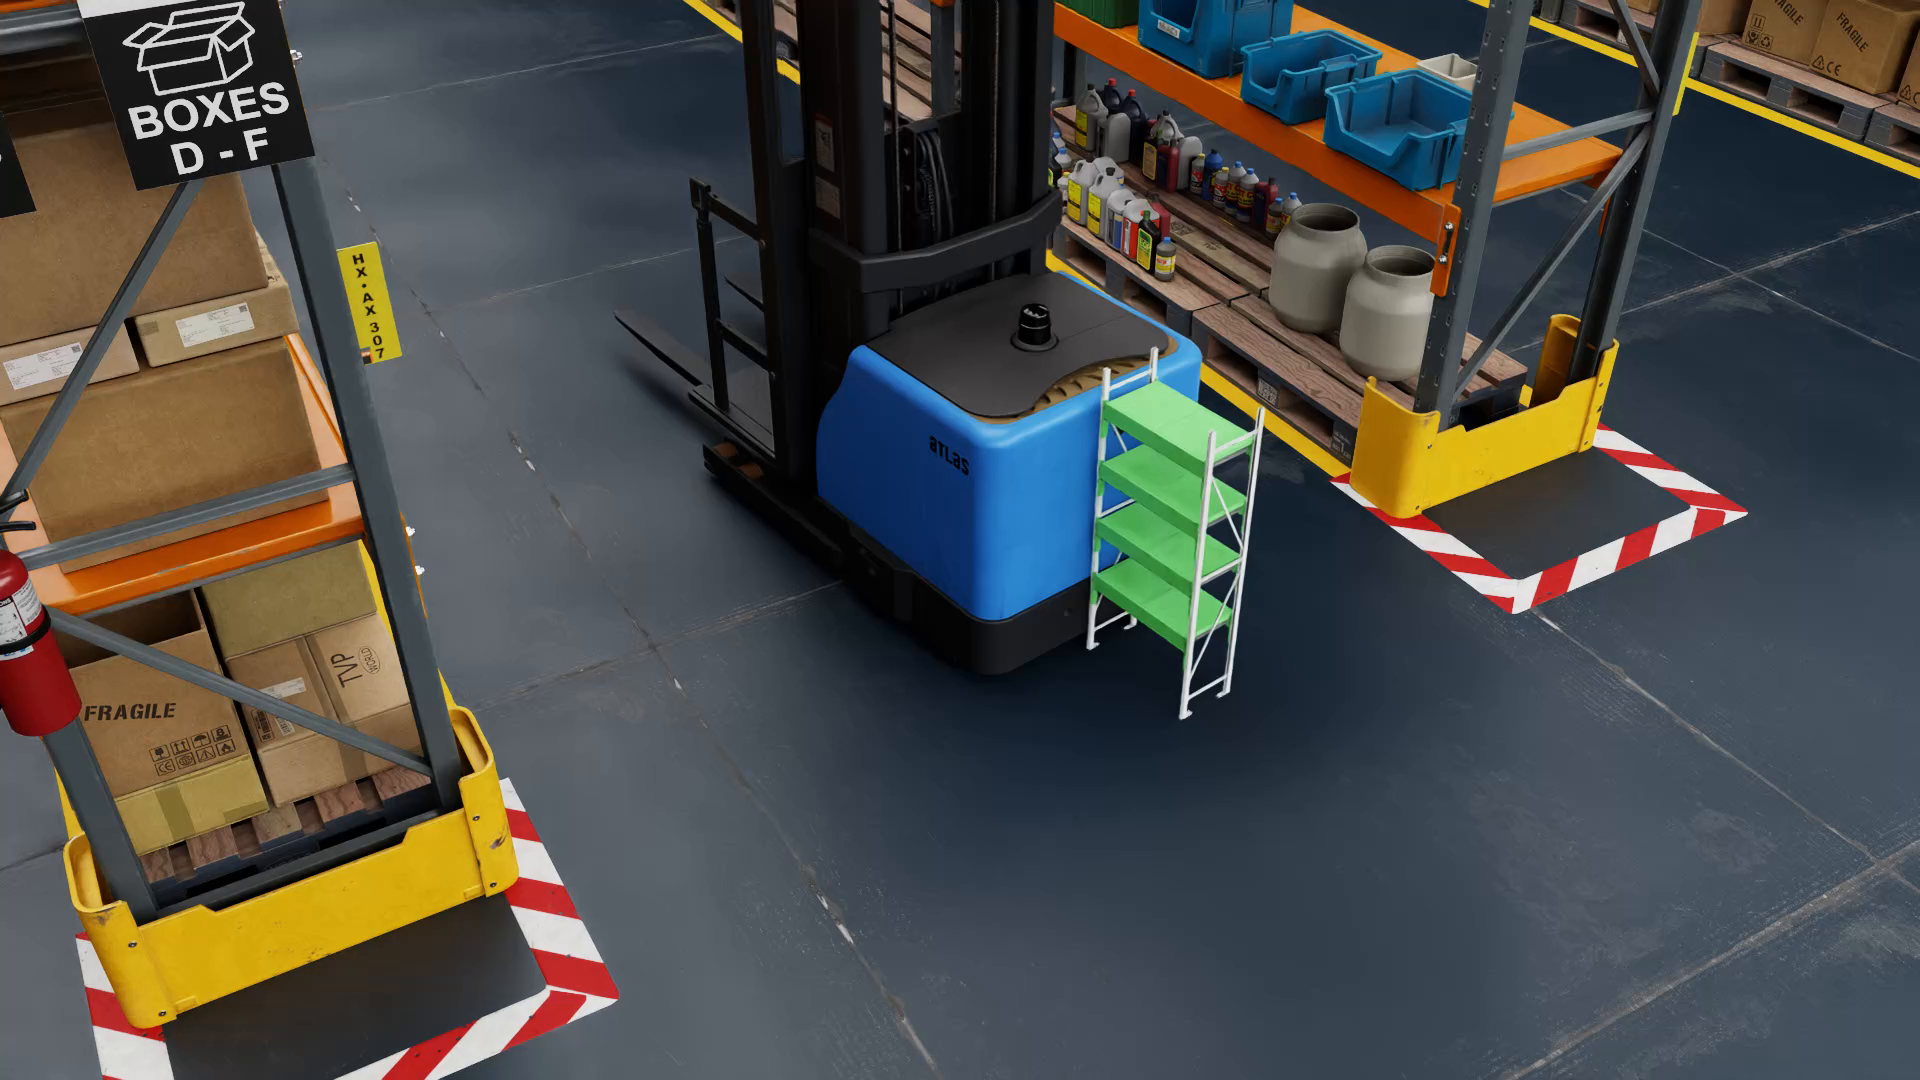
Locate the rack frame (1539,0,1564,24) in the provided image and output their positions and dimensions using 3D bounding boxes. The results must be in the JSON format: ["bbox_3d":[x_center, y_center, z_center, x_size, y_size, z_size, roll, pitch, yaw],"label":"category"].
[{"bbox_3d":[4.575,-5.028,11.092,1.000,3.000,0.127,-19,40,-24],"label":"rack frame"}]

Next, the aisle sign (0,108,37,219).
[{"bbox_3d":[-2.203,-0.984,3.350,0.394,0.787,0.004,-19,40,-24],"label":"aisle sign"}]

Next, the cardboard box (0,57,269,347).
[{"bbox_3d":[-2.233,-0.888,4.238,0.700,0.500,0.500,-19,40,-24],"label":"cardboard box"}]

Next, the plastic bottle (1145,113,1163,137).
[{"bbox_3d":[1.080,-2.230,9.190,0.061,0.283,0.133,-16,39,-21],"label":"plastic bottle"}]

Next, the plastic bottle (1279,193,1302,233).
[{"bbox_3d":[1.661,-1.614,8.357,0.097,0.271,0.097,0,36,0],"label":"plastic bottle"}]

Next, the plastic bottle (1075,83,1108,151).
[{"bbox_3d":[0.741,-2.383,9.342,0.144,0.351,0.185,-19,40,-24],"label":"plastic bottle"}]

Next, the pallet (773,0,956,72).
[{"bbox_3d":[-0.753,-3.447,11.290,1.003,0.211,1.213,-19,40,-24],"label":"pallet"}]

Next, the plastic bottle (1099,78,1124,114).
[{"bbox_3d":[0.865,-2.426,9.401,0.144,0.351,0.185,-20,41,-25],"label":"plastic bottle"}]

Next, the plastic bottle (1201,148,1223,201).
[{"bbox_3d":[1.336,-1.943,8.807,0.097,0.271,0.097,0,36,0],"label":"plastic bottle"}]

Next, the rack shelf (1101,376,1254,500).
[{"bbox_3d":[0.721,-0.343,5.497,0.258,0.148,0.480,-25,43,-30],"label":"rack shelf"}]

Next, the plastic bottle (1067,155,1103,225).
[{"bbox_3d":[0.648,-1.821,8.573,0.144,0.351,0.185,-19,40,-24],"label":"plastic bottle"}]

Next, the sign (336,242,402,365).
[{"bbox_3d":[-1.500,-0.598,4.225,0.100,0.325,0.005,-19,40,-24],"label":"sign"}]

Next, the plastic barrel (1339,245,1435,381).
[{"bbox_3d":[1.905,-0.999,7.328,0.421,0.512,0.421,0,36,0],"label":"plastic barrel"}]

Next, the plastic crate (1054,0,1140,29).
[{"bbox_3d":[0.730,-2.699,8.082,0.450,0.188,0.662,-19,40,-24],"label":"plastic crate"}]

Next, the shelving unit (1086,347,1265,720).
[{"bbox_3d":[0.721,-0.007,5.743,0.258,1.200,0.503,-25,43,-30],"label":"shelving unit"}]

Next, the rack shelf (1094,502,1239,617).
[{"bbox_3d":[0.721,0.044,5.780,0.258,0.148,0.480,-25,43,-30],"label":"rack shelf"}]

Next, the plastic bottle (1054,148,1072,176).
[{"bbox_3d":[0.540,-1.942,8.806,0.097,0.271,0.097,0,36,0],"label":"plastic bottle"}]

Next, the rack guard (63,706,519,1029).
[{"bbox_3d":[-1.970,0.967,5.003,1.175,0.500,0.348,-19,40,-24],"label":"rack guard"}]

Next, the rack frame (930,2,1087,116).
[{"bbox_3d":[0.293,-3.561,9.082,1.000,3.000,0.127,-19,40,-24],"label":"rack frame"}]

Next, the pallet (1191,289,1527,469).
[{"bbox_3d":[1.820,-0.836,7.715,1.003,0.211,1.213,-19,40,-24],"label":"pallet"}]

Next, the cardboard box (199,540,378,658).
[{"bbox_3d":[-2.312,-0.011,5.561,0.500,0.500,0.500,-19,40,-24],"label":"cardboard box"}]

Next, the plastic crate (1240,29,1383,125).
[{"bbox_3d":[1.471,-1.960,7.017,0.499,0.251,0.408,-19,40,-24],"label":"plastic crate"}]

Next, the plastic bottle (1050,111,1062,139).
[{"bbox_3d":[0.464,-2.177,9.060,0.144,0.351,0.185,-19,40,-24],"label":"plastic bottle"}]

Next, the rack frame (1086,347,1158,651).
[{"bbox_3d":[0.569,-0.120,5.897,0.240,1.200,0.015,-25,43,-30],"label":"rack frame"}]

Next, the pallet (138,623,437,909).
[{"bbox_3d":[-2.403,0.693,5.622,1.003,0.211,1.213,-19,40,-24],"label":"pallet"}]

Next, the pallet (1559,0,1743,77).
[{"bbox_3d":[4.943,-3.570,11.460,1.003,0.211,1.213,-19,40,-24],"label":"pallet"}]

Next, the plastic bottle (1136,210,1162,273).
[{"bbox_3d":[0.926,-1.463,8.139,0.061,0.283,0.133,-18,40,-23],"label":"plastic bottle"}]

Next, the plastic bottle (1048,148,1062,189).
[{"bbox_3d":[0.481,-1.914,8.758,0.061,0.283,0.133,-17,39,-22],"label":"plastic bottle"}]

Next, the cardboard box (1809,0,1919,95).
[{"bbox_3d":[5.657,-3.092,10.203,0.500,0.500,0.500,-15,39,-20],"label":"cardboard box"}]

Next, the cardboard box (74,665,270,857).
[{"bbox_3d":[-2.507,0.700,5.224,0.500,0.250,0.500,-19,40,-24],"label":"cardboard box"}]

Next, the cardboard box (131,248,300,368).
[{"bbox_3d":[-1.993,-0.621,4.423,0.380,0.149,0.250,-19,40,-24],"label":"cardboard box"}]

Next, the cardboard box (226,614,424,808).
[{"bbox_3d":[-2.060,0.546,5.434,0.500,0.250,0.500,-19,40,-24],"label":"cardboard box"}]

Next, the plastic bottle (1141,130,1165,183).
[{"bbox_3d":[1.048,-2.092,9.002,0.061,0.283,0.133,-19,40,-24],"label":"plastic bottle"}]

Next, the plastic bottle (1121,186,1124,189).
[{"bbox_3d":[0.824,-1.724,8.567,0.097,0.201,0.097,0,36,0],"label":"plastic bottle"}]

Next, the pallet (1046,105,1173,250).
[{"bbox_3d":[0.594,-2.080,9.419,1.003,0.211,1.213,-19,40,-24],"label":"pallet"}]

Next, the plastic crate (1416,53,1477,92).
[{"bbox_3d":[2.131,-1.966,7.122,0.298,0.136,0.250,-19,40,-24],"label":"plastic crate"}]

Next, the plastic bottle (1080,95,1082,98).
[{"bbox_3d":[0.744,-2.516,9.651,0.097,0.201,0.097,0,36,0],"label":"plastic bottle"}]

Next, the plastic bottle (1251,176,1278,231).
[{"bbox_3d":[1.563,-1.739,8.518,0.061,0.283,0.133,-18,40,-23],"label":"plastic bottle"}]

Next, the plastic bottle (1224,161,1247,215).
[{"bbox_3d":[1.438,-1.840,8.666,0.097,0.271,0.097,0,36,0],"label":"plastic bottle"}]

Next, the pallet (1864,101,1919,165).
[{"bbox_3d":[6.169,-2.326,9.756,1.003,0.211,1.213,-19,40,-24],"label":"pallet"}]

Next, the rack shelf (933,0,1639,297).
[{"bbox_3d":[1.297,-2.250,7.898,1.077,0.370,4.000,-19,40,-24],"label":"rack shelf"}]

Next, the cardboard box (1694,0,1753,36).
[{"bbox_3d":[5.036,-3.683,11.013,0.500,0.500,0.500,-7,37,-9],"label":"cardboard box"}]

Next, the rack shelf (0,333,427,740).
[{"bbox_3d":[-2.987,-0.785,5.891,1.077,0.370,4.000,-19,40,-24],"label":"rack shelf"}]

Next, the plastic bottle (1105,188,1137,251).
[{"bbox_3d":[0.828,-1.613,8.351,0.152,0.276,0.135,-20,41,-25],"label":"plastic bottle"}]

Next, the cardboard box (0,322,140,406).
[{"bbox_3d":[-2.339,-0.496,4.251,0.380,0.149,0.250,-20,40,-25],"label":"cardboard box"}]

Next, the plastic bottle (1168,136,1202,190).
[{"bbox_3d":[1.202,-2.049,8.948,0.152,0.276,0.135,-18,40,-23],"label":"plastic bottle"}]

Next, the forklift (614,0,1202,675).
[{"bbox_3d":[-0.434,-1.506,6.327,1.130,2.935,3.031,-25,43,-30],"label":"forklift"}]
